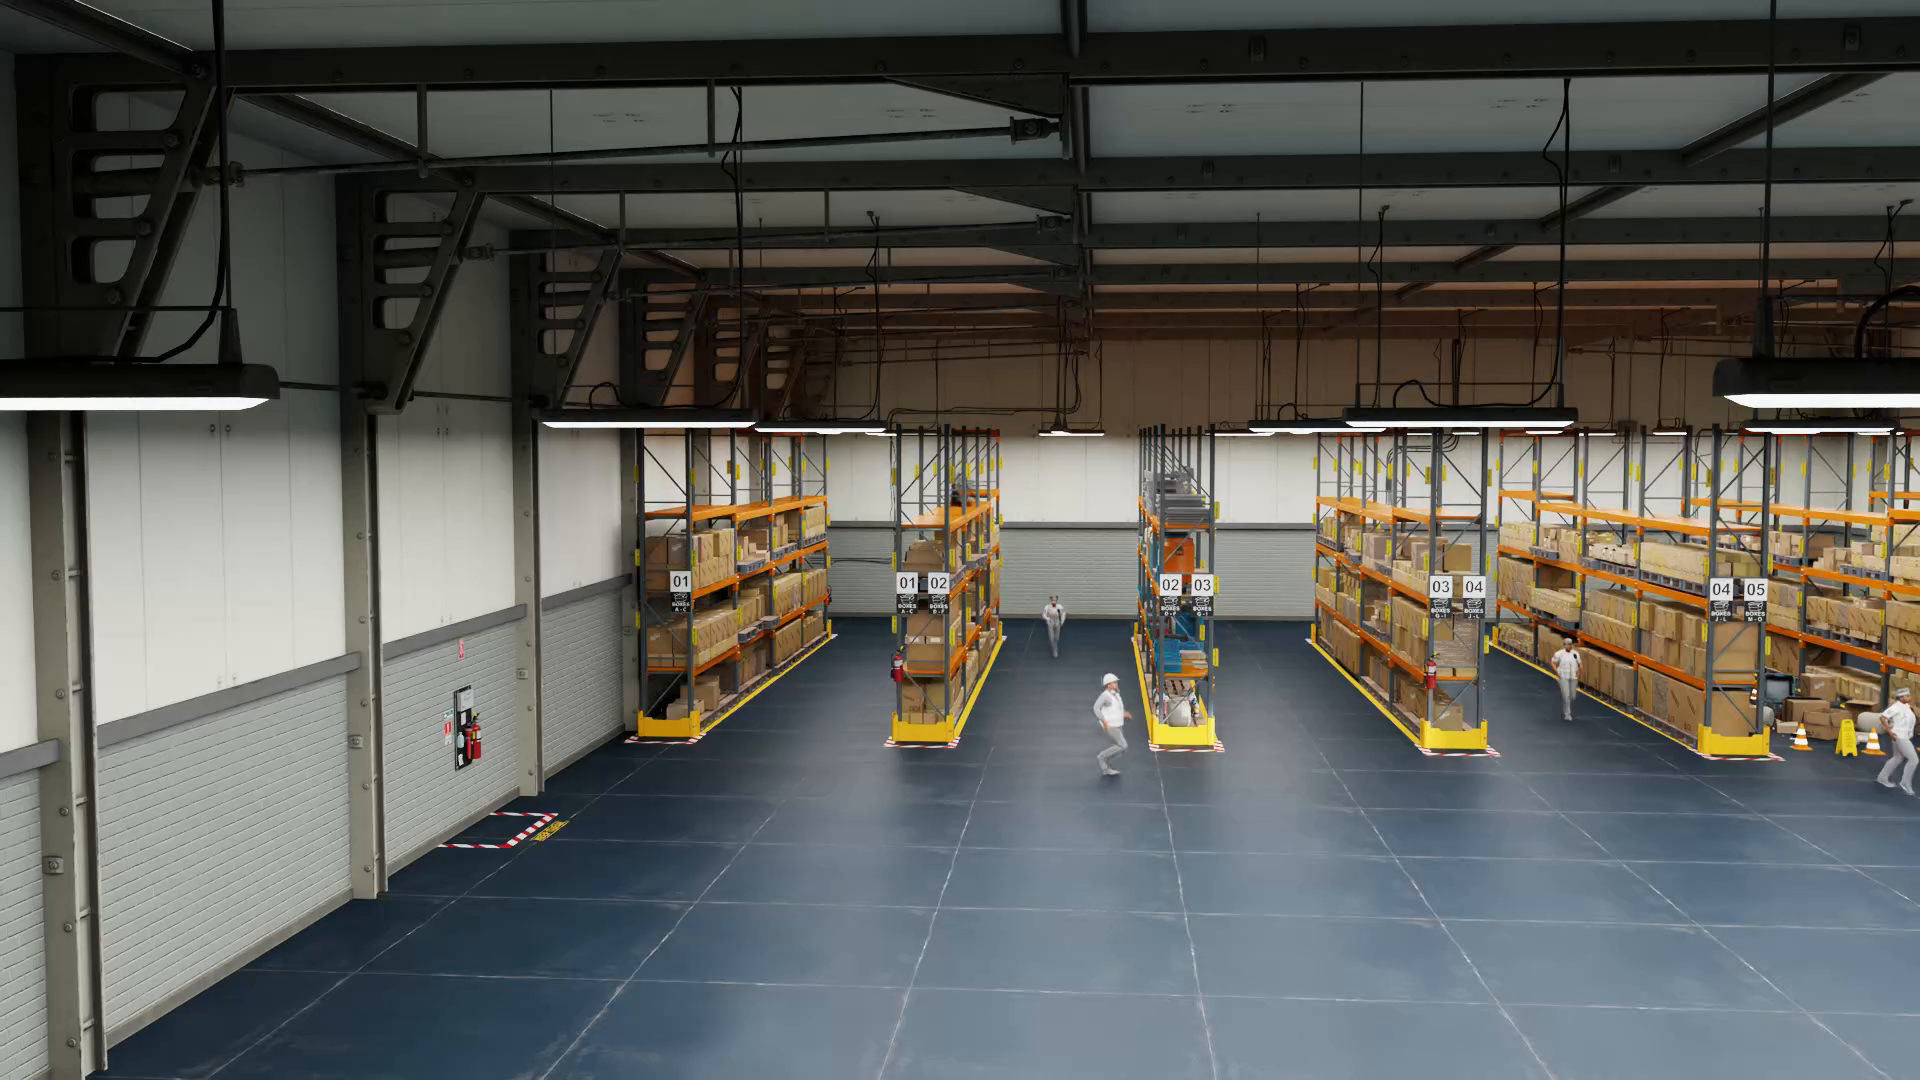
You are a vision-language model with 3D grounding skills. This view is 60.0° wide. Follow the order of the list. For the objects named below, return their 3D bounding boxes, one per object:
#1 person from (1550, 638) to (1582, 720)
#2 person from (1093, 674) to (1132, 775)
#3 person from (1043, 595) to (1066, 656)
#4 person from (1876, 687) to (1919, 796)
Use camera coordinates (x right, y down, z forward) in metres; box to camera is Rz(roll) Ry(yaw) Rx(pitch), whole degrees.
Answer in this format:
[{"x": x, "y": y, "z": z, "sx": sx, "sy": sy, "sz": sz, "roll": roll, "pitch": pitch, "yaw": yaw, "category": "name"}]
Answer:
[{"x": 12.451, "y": 2.829, "z": 34.128, "sx": 0.619, "sy": 1.646, "sz": 0.756, "roll": 0, "pitch": 3, "yaw": 2, "category": "person"}, {"x": 2.629, "y": 3.142, "z": 28.223, "sx": 0.578, "sy": 1.734, "sz": 0.656, "roll": 2, "pitch": 4, "yaw": 28, "category": "person"}, {"x": 2.470, "y": 2.253, "z": 43.886, "sx": 0.566, "sy": 1.629, "sz": 0.689, "roll": 0, "pitch": 3, "yaw": 4, "category": "person"}, {"x": 15.224, "y": 3.244, "z": 26.888, "sx": 0.748, "sy": 1.756, "sz": 0.541, "roll": 3, "pitch": 5, "yaw": 45, "category": "person"}]
